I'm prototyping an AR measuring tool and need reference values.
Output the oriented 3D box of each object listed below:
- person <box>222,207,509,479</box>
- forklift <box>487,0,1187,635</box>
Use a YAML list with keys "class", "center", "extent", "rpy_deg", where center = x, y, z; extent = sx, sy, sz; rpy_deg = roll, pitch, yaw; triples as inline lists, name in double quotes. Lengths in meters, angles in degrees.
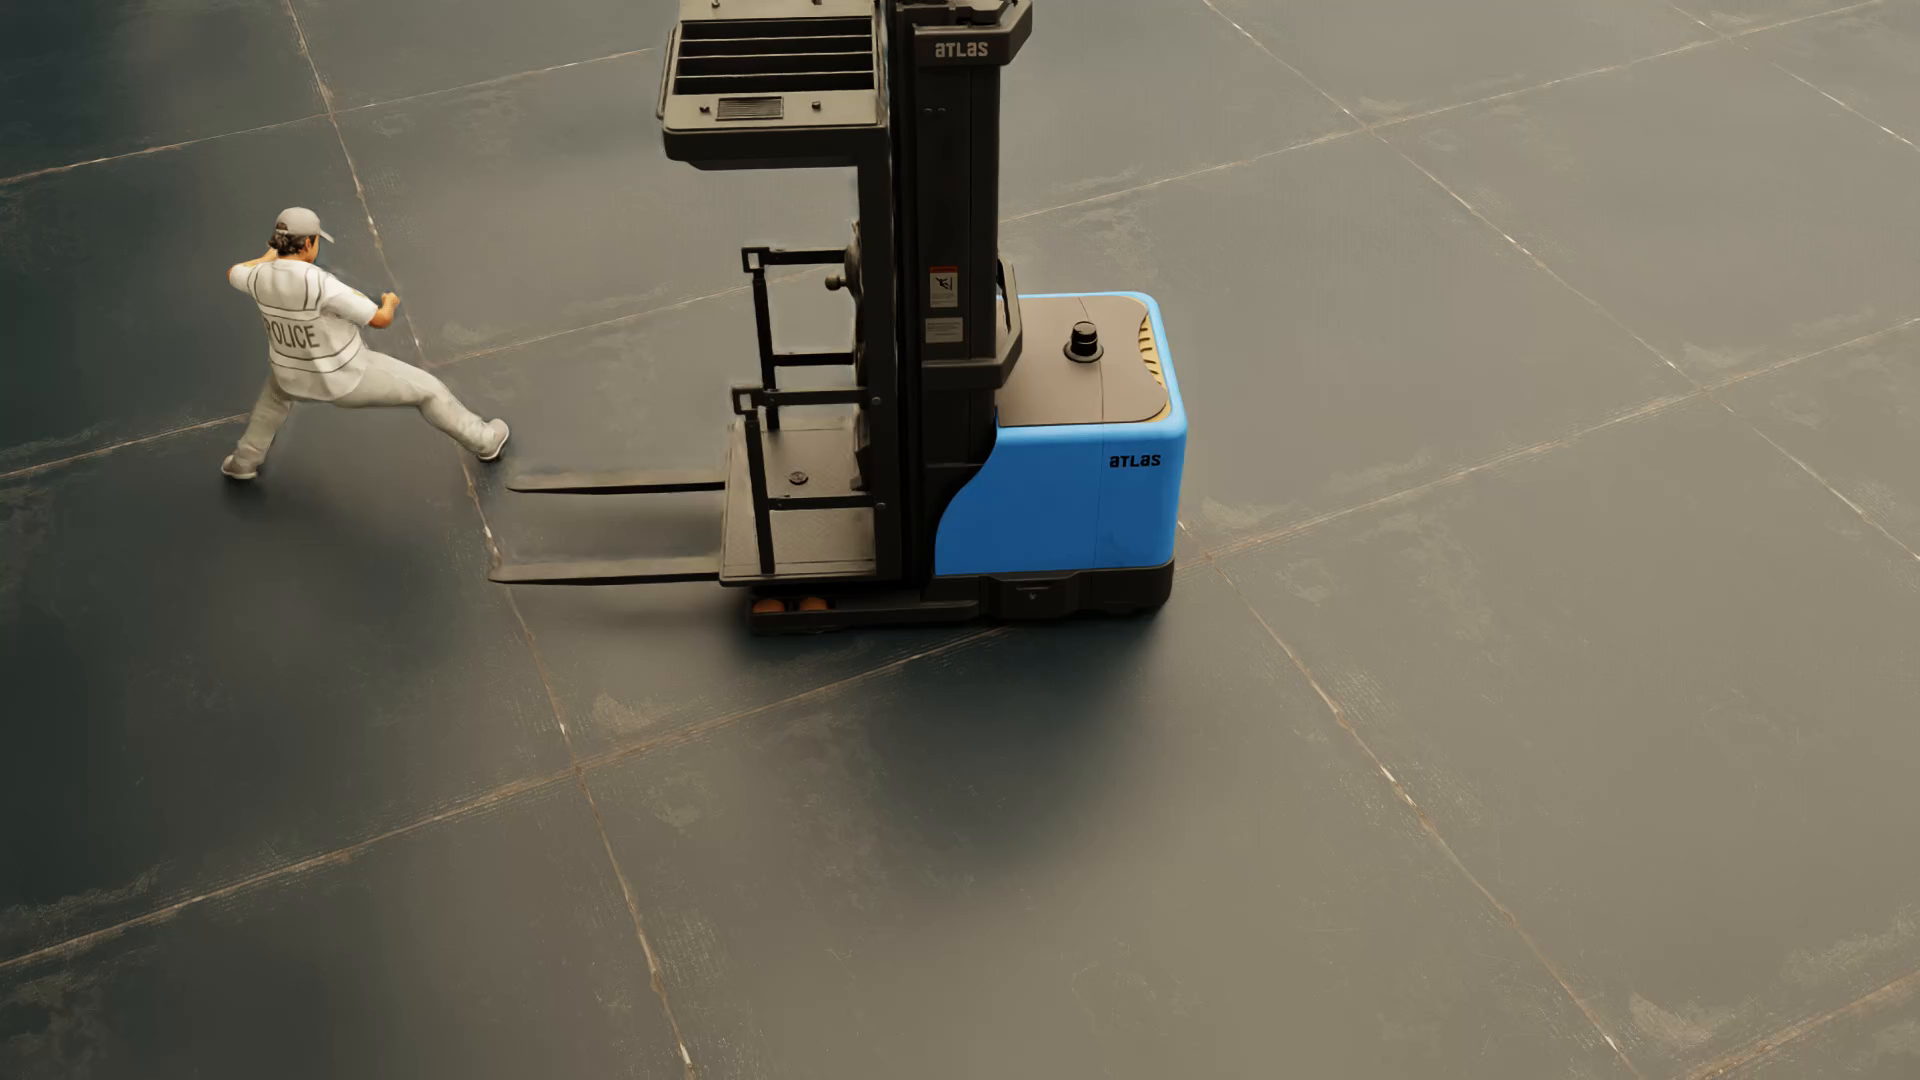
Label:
- class: "person"
  center: [-2.940, -0.939, 7.767]
  extent: [1.253, 1.455, 0.809]
  rpy_deg: [10, 44, 11]
- class: "forklift"
  center: [-0.591, -1.022, 6.775]
  extent: [3.031, 2.935, 1.130]
  rpy_deg: [-2, 43, -2]
